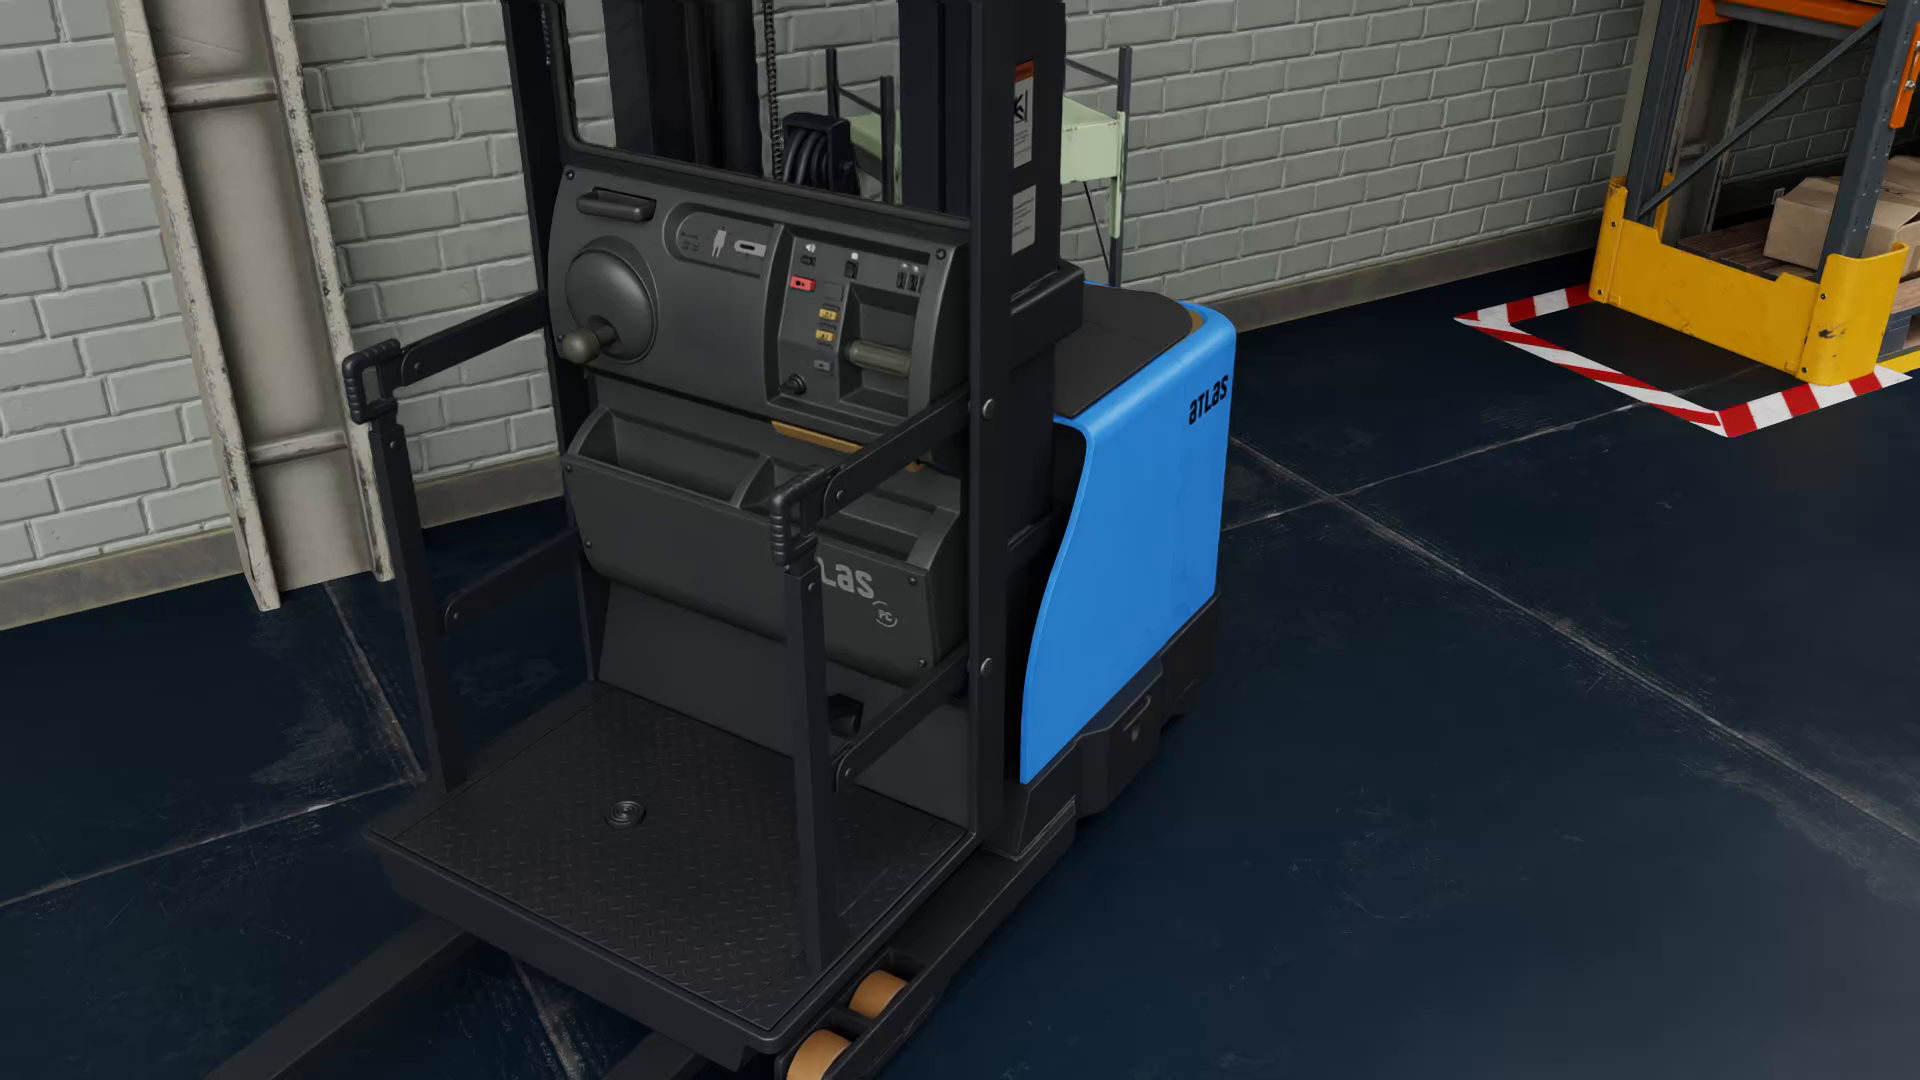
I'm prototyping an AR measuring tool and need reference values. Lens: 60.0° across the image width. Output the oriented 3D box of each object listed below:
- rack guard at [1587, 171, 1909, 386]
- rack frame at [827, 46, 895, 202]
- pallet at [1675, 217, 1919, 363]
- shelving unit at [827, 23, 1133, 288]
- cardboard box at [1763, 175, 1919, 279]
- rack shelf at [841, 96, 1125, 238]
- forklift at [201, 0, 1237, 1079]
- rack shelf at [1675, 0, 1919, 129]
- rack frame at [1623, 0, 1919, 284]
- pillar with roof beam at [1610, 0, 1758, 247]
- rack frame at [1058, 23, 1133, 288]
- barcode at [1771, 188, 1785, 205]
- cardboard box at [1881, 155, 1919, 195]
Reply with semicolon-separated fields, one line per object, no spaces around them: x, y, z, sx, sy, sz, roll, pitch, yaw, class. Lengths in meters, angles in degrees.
3.121;-1.076;6.683;0.348;0.500;1.175;-16;33;-26;rack guard
-0.272;-0.636;4.850;0.023;1.500;0.400;-14;32;-23;rack frame
3.839;-1.134;7.086;1.213;0.211;1.003;-16;33;-26;pallet
0.054;-0.717;4.996;0.755;1.500;0.431;-14;32;-23;shelving unit
3.697;-1.299;6.827;0.500;0.311;0.500;-20;35;-32;cardboard box
0.054;-1.058;4.808;0.720;0.370;0.431;-14;32;-23;rack shelf
-0.530;-0.423;2.983;1.130;2.935;3.031;17;33;28;forklift
4.780;-2.327;7.106;4.000;0.370;1.077;-16;33;-26;rack shelf
3.055;-2.152;6.045;0.127;3.000;1.000;-16;33;-26;rack frame
5.401;-3.517;2.309;0.400;9.000;9.100;-16;33;-26;pillar with roof beam
0.380;-0.797;5.142;0.023;1.500;0.400;-14;32;-23;rack frame
3.510;-1.474;7.135;0.075;0.075;0.001;-16;33;-26;barcode
4.189;-1.439;7.080;0.500;0.311;0.500;-13;31;-22;cardboard box
